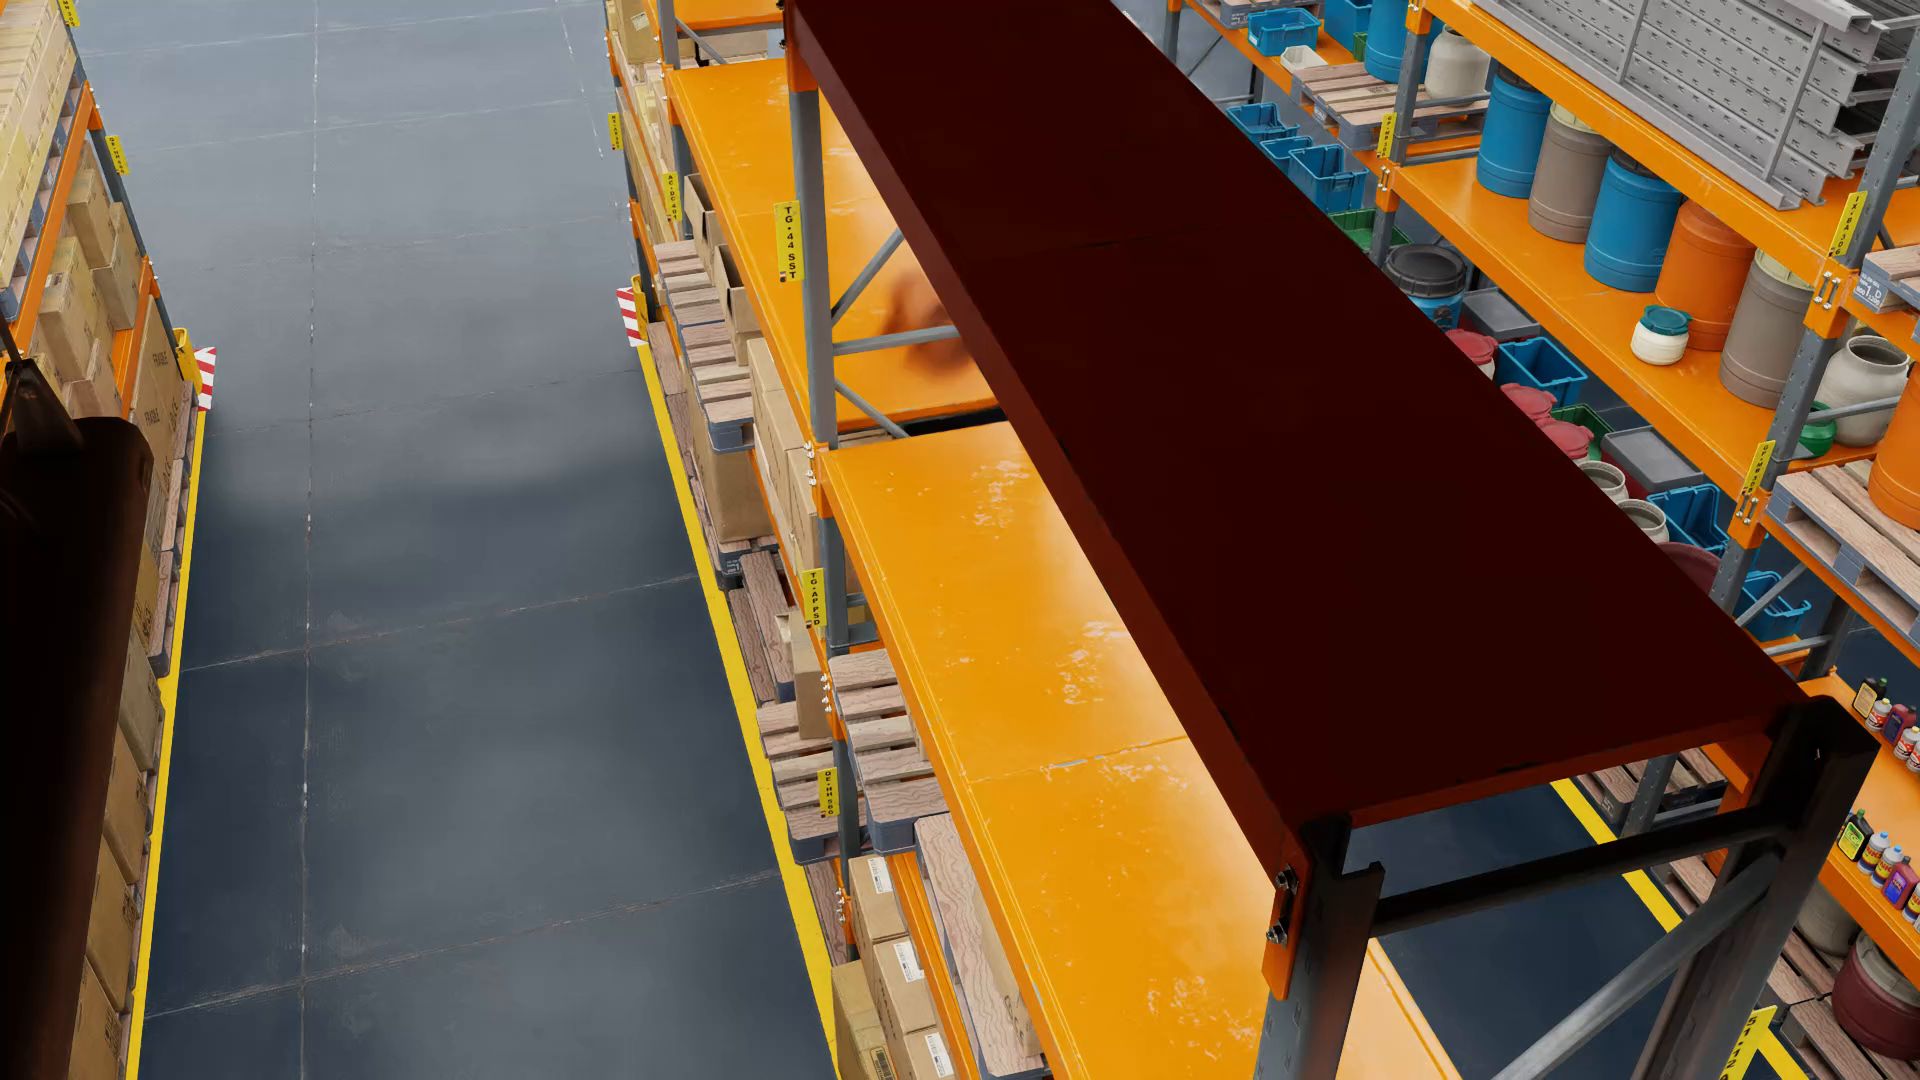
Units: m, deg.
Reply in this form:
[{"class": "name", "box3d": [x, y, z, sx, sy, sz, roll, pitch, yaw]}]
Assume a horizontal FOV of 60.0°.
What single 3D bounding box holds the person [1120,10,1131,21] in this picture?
[{"class": "person", "box3d": [1.632, -4.636, 17.289, 0.675, 1.742, 0.694, 14, 41, 17]}]
